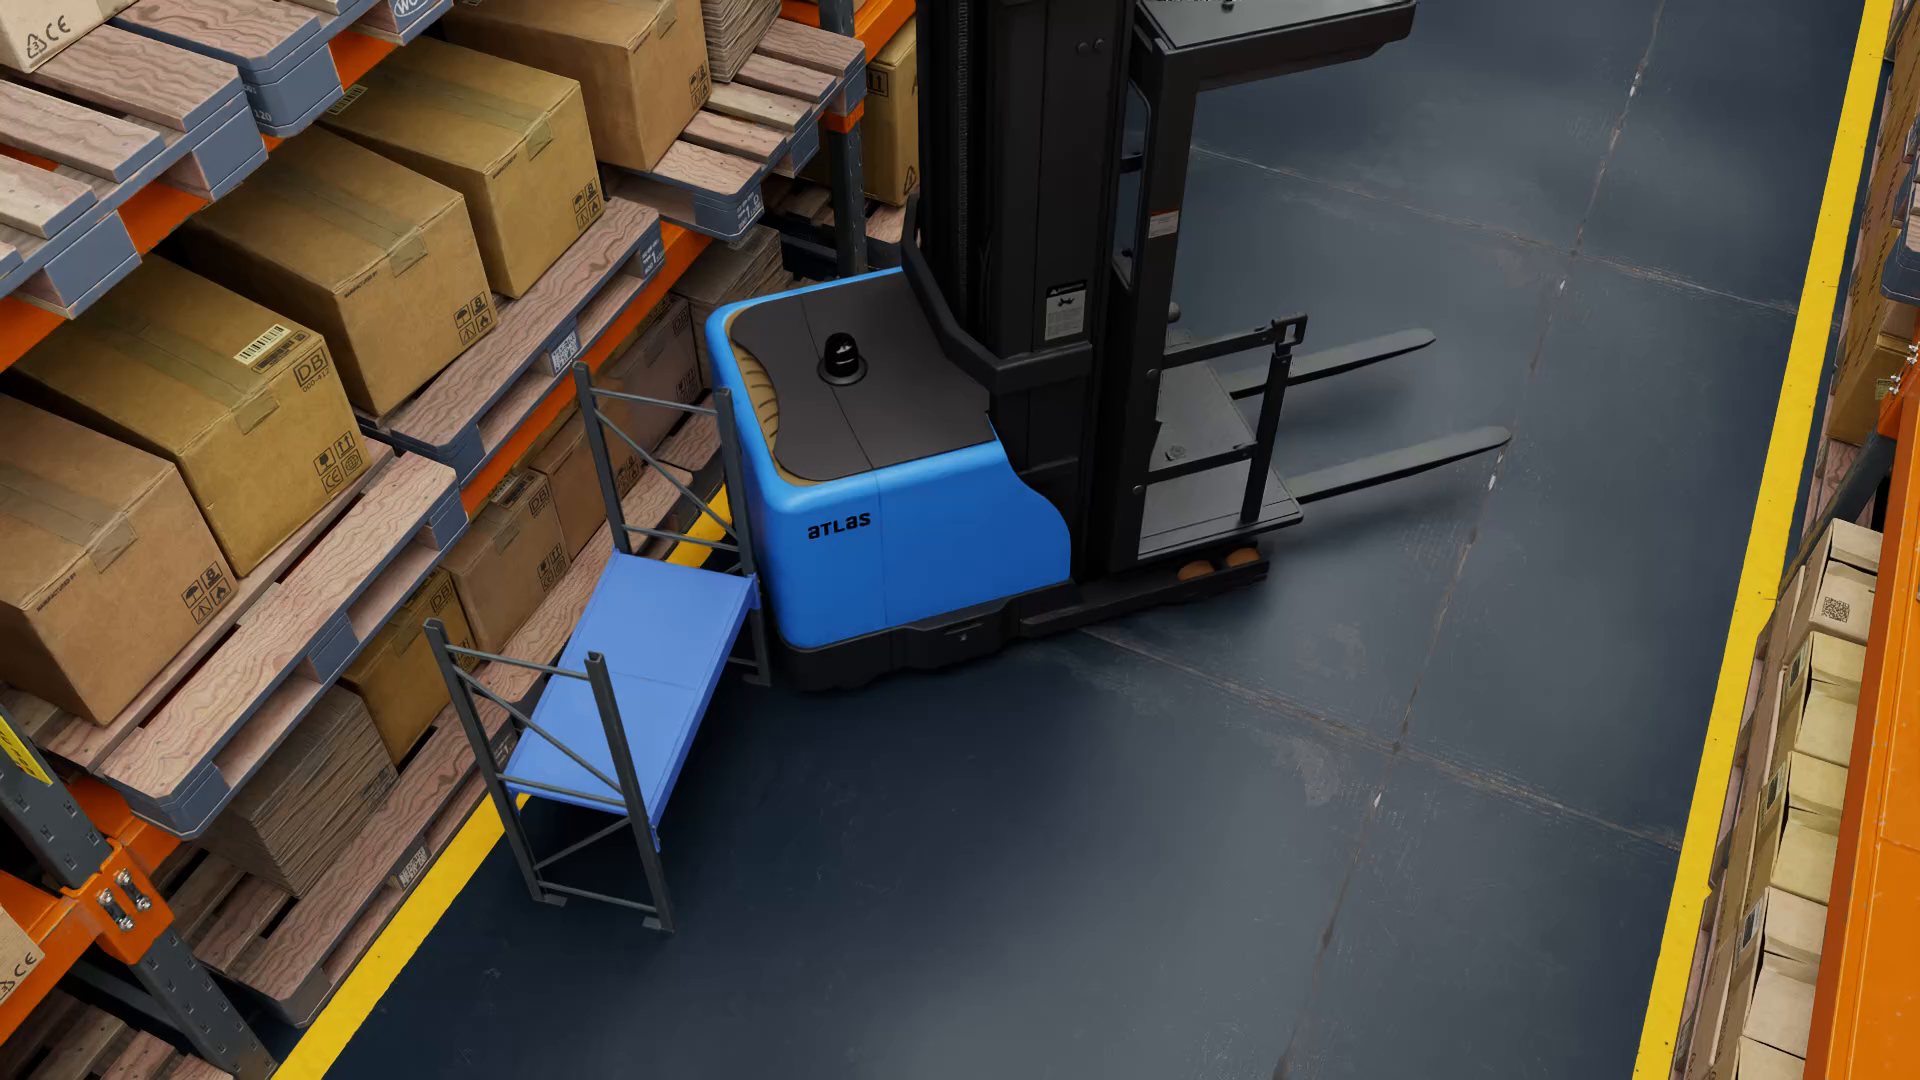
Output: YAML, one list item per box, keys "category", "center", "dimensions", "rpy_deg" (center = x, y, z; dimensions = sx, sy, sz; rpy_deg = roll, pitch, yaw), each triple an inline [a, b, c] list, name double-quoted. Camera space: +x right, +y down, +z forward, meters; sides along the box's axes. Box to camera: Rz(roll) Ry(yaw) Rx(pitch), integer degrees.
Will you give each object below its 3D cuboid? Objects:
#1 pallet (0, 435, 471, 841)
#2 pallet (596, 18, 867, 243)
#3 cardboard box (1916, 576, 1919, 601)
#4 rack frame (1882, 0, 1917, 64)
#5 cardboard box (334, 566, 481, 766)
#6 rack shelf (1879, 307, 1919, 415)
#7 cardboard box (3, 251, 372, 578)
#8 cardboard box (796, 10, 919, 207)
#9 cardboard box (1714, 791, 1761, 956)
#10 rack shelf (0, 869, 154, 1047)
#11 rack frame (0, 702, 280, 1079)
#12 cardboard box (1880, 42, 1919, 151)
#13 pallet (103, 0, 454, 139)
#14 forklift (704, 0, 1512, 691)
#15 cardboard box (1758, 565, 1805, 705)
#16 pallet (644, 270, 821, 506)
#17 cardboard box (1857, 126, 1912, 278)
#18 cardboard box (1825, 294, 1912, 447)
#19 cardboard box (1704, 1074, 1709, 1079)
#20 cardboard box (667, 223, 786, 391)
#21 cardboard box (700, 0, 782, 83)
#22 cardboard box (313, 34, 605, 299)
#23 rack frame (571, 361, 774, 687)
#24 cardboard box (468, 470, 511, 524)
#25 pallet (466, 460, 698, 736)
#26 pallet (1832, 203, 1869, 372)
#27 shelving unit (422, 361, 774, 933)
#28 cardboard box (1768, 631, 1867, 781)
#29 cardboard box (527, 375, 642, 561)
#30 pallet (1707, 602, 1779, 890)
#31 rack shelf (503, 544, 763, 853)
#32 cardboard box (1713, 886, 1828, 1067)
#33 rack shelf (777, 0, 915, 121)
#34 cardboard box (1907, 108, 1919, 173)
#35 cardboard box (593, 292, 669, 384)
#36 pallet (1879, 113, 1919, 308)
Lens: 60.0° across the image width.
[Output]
- category: "pallet"
  center: [-2.137, 0.126, 4.615]
  dimensions: [1.003, 0.211, 1.213]
  rpy_deg: [20, 52, 16]
- category: "pallet"
  center: [-1.095, -1.625, 6.104]
  dimensions: [1.213, 0.211, 1.003]
  rpy_deg: [20, 52, 16]
- category: "cardboard box"
  center: [3.037, -0.021, 4.672]
  dimensions: [0.500, 0.311, 0.500]
  rpy_deg: [19, 52, 16]
- category: "rack frame"
  center: [5.303, -3.357, 7.452]
  dimensions: [1.000, 3.000, 0.127]
  rpy_deg: [20, 52, 16]
- category: "cardboard box"
  center: [-2.121, 0.325, 5.671]
  dimensions: [0.700, 0.500, 0.500]
  rpy_deg: [19, 52, 15]
- category: "rack shelf"
  center: [4.448, -1.747, 6.554]
  dimensions: [1.077, 0.370, 4.000]
  rpy_deg: [20, 52, 16]
- category: "cardboard box"
  center: [-2.102, -0.354, 4.543]
  dimensions: [0.700, 0.500, 0.500]
  rpy_deg: [25, 54, 20]
- category: "cardboard box"
  center: [-0.454, -2.115, 7.531]
  dimensions: [0.750, 0.750, 0.750]
  rpy_deg: [19, 52, 16]
- category: "cardboard box"
  center: [2.674, 1.124, 5.169]
  dimensions: [0.500, 0.250, 0.500]
  rpy_deg: [19, 52, 15]
- category: "rack shelf"
  center: [-3.450, 2.153, 3.236]
  dimensions: [1.077, 0.370, 4.000]
  rpy_deg: [20, 52, 16]
- category: "rack frame"
  center: [-2.595, 0.542, 4.134]
  dimensions: [1.000, 3.000, 0.127]
  rpy_deg: [20, 52, 16]
- category: "cardboard box"
  center: [4.658, -2.065, 7.705]
  dimensions: [0.500, 0.500, 0.500]
  rpy_deg: [20, 53, 17]
- category: "pallet"
  center: [-1.795, -1.475, 4.004]
  dimensions: [1.213, 0.211, 1.003]
  rpy_deg: [20, 52, 16]
- category: "forklift"
  center: [0.661, -1.084, 5.563]
  dimensions: [3.031, 2.935, 1.130]
  rpy_deg: [-15, 51, -12]
- category: "cardboard box"
  center: [3.105, 0.417, 5.770]
  dimensions: [0.500, 0.250, 0.500]
  rpy_deg: [20, 52, 16]
- category: "pallet"
  center: [-1.222, -0.771, 7.082]
  dimensions: [1.003, 0.211, 1.213]
  rpy_deg: [20, 52, 16]
- category: "cardboard box"
  center: [4.221, -1.375, 7.118]
  dimensions: [0.500, 0.500, 0.500]
  rpy_deg: [18, 52, 15]
- category: "cardboard box"
  center: [3.781, -0.656, 6.506]
  dimensions: [0.500, 0.500, 0.500]
  rpy_deg: [22, 53, 17]
- category: "cardboard box"
  center: [2.236, 1.826, 4.571]
  dimensions: [0.500, 0.250, 0.500]
  rpy_deg: [21, 53, 17]
- category: "cardboard box"
  center: [-1.147, -1.032, 6.826]
  dimensions: [0.700, 0.500, 0.500]
  rpy_deg: [20, 53, 17]
- category: "cardboard box"
  center: [-1.078, -2.060, 5.994]
  dimensions: [0.700, 0.500, 0.500]
  rpy_deg: [14, 51, 12]
- category: "cardboard box"
  center: [-1.590, -1.195, 5.258]
  dimensions: [0.700, 0.500, 0.500]
  rpy_deg: [20, 52, 16]
- category: "rack frame"
  center: [-0.933, -0.003, 5.583]
  dimensions: [0.500, 1.500, 0.032]
  rpy_deg: [11, 50, 9]
- category: "cardboard box"
  center: [-1.892, -0.209, 5.634]
  dimensions: [0.500, 0.250, 0.500]
  rpy_deg: [18, 52, 15]
- category: "pallet"
  center: [-1.744, 0.066, 6.370]
  dimensions: [1.003, 0.211, 1.213]
  rpy_deg: [20, 52, 16]
- category: "pallet"
  center: [4.470, -1.038, 7.310]
  dimensions: [1.003, 0.211, 1.213]
  rpy_deg: [20, 52, 16]
- category: "shelving unit"
  center: [-1.055, 0.373, 5.263]
  dimensions: [0.538, 1.500, 1.048]
  rpy_deg: [11, 50, 9]
- category: "cardboard box"
  center: [2.888, 0.600, 5.247]
  dimensions: [0.500, 0.311, 0.500]
  rpy_deg: [19, 52, 15]
- category: "cardboard box"
  center: [-1.659, -0.364, 6.257]
  dimensions: [0.700, 0.500, 0.500]
  rpy_deg: [20, 52, 16]
- category: "pallet"
  center: [3.207, 0.855, 5.699]
  dimensions: [1.003, 0.211, 1.213]
  rpy_deg: [20, 52, 16]
- category: "rack shelf"
  center: [-1.055, 0.489, 5.400]
  dimensions: [0.538, 0.185, 1.000]
  rpy_deg: [11, 50, 9]
- category: "cardboard box"
  center: [2.449, 1.305, 4.647]
  dimensions: [0.500, 0.311, 0.500]
  rpy_deg: [19, 52, 16]
- category: "rack shelf"
  center: [-0.032, -3.356, 7.924]
  dimensions: [1.077, 0.370, 4.000]
  rpy_deg: [20, 52, 16]
- category: "cardboard box"
  center: [4.235, -1.645, 6.855]
  dimensions: [0.500, 0.250, 0.500]
  rpy_deg: [19, 52, 15]
- category: "cardboard box"
  center: [-1.447, -0.903, 6.224]
  dimensions: [0.500, 0.250, 0.500]
  rpy_deg: [21, 53, 17]
- category: "pallet"
  center: [3.820, -1.030, 5.598]
  dimensions: [1.213, 0.211, 1.003]
  rpy_deg: [20, 52, 16]
